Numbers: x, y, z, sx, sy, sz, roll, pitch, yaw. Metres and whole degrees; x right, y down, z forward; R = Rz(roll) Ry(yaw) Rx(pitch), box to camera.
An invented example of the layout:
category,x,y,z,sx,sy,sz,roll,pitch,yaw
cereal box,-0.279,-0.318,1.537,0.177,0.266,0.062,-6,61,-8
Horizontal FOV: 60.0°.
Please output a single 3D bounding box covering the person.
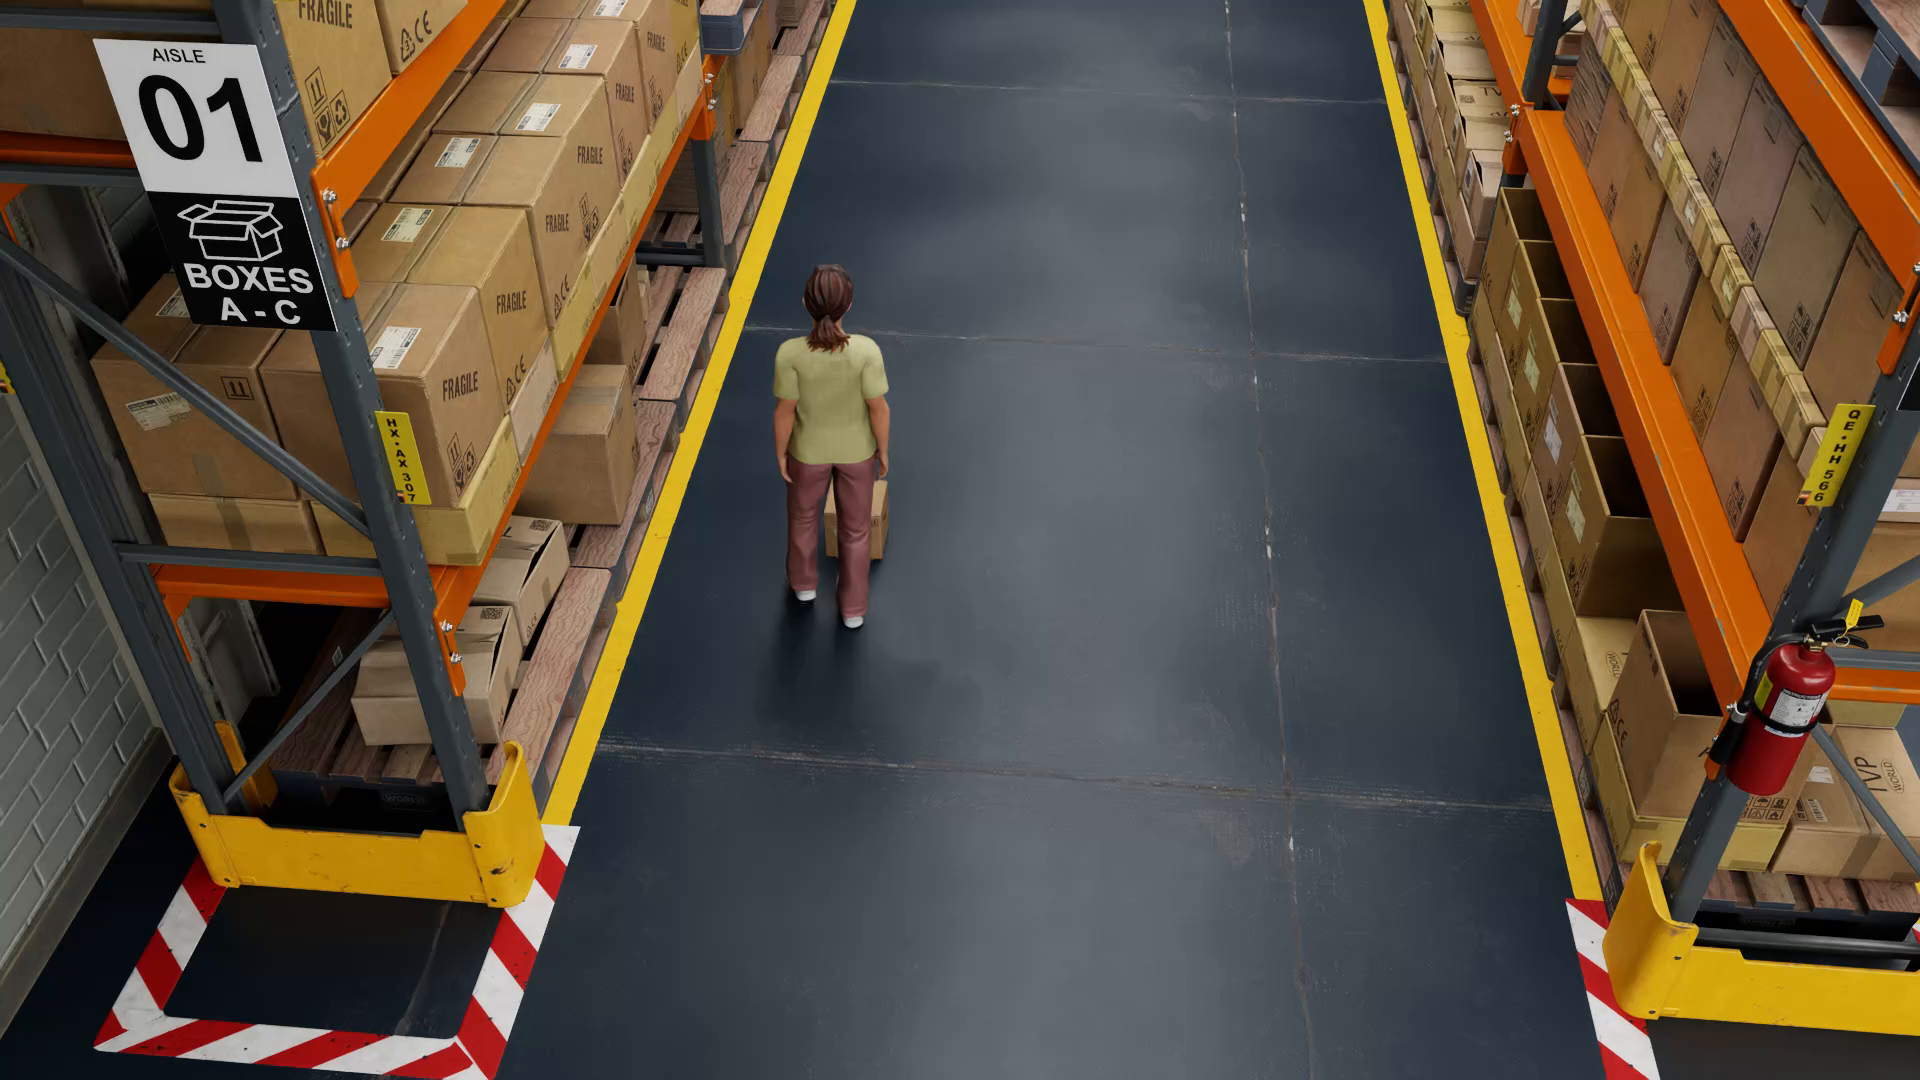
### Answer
category,x,y,z,sx,sy,sz,roll,pitch,yaw
person,-0.512,-0.391,6.612,0.470,1.685,0.513,-3,40,-3
